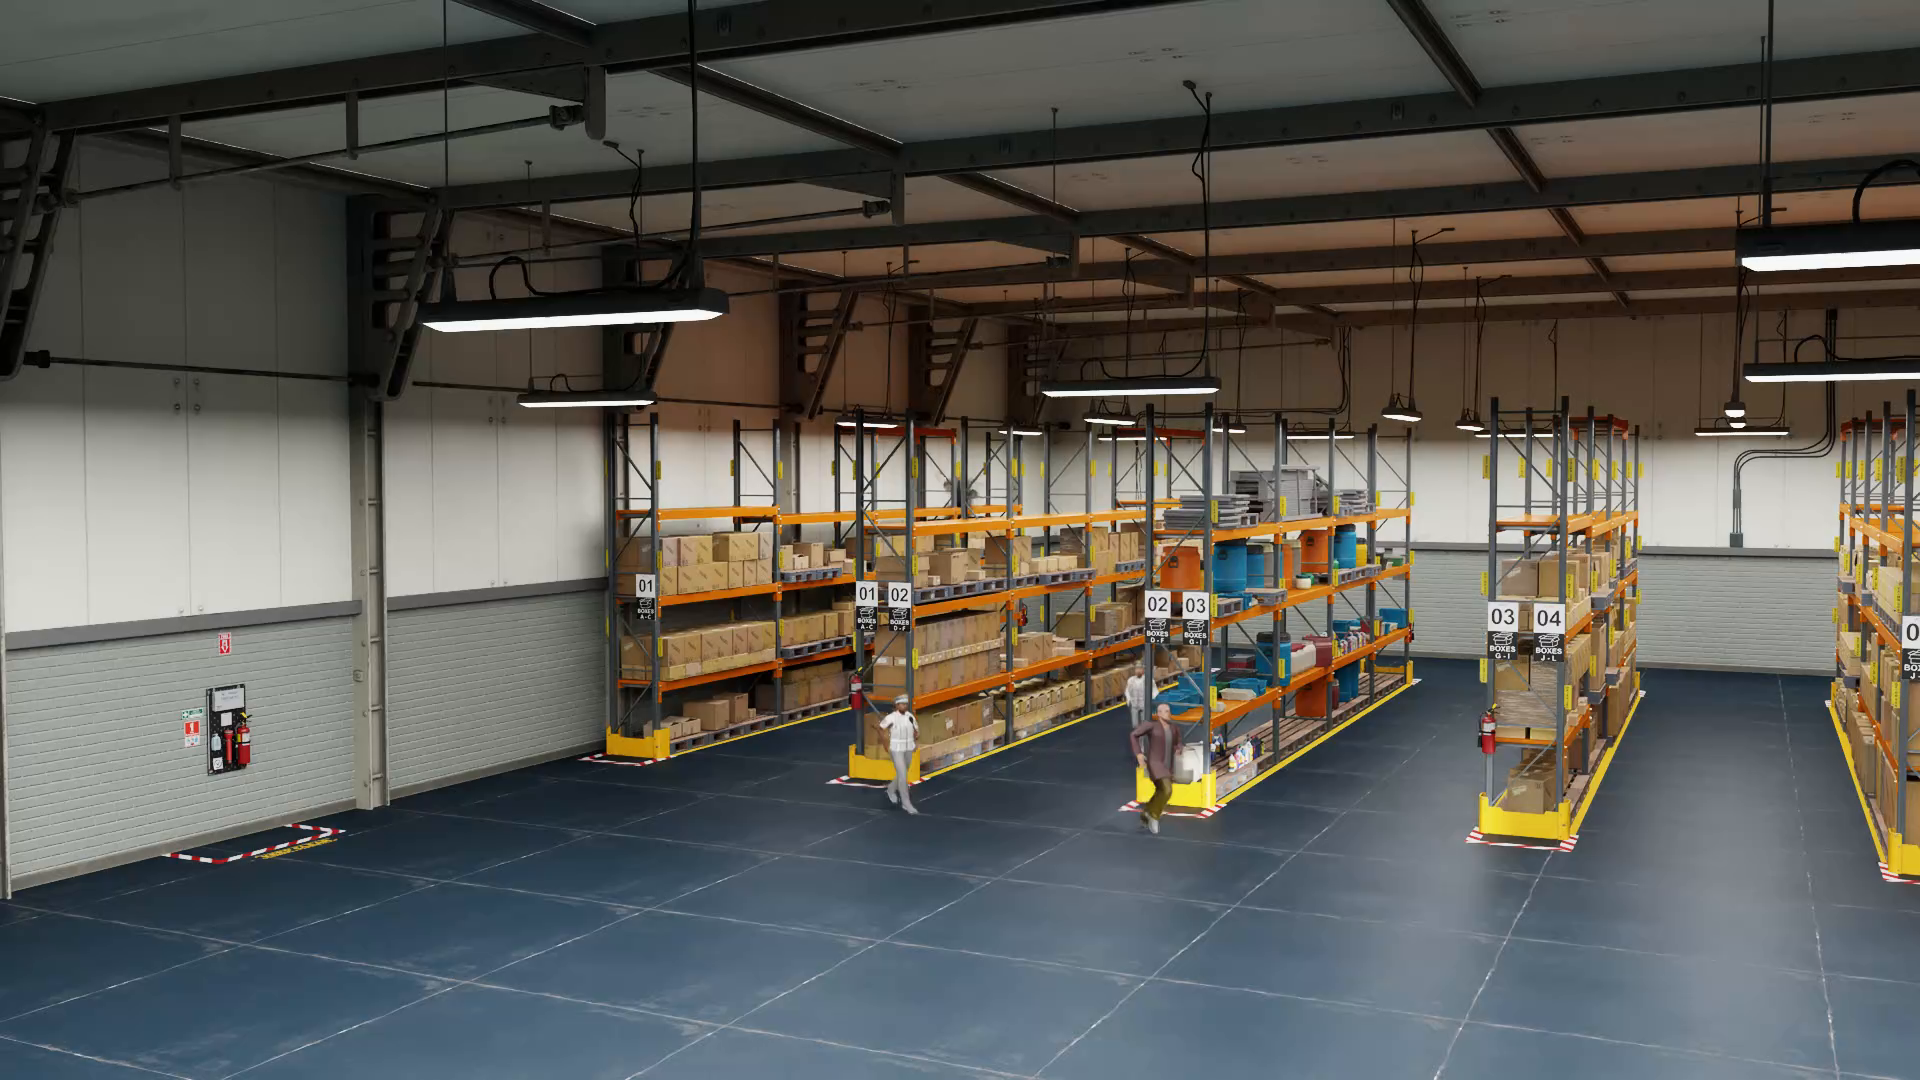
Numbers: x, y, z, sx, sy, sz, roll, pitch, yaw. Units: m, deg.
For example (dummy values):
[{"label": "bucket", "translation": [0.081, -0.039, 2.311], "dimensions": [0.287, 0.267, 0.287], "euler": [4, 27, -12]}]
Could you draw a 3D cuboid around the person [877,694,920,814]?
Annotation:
[{"label": "person", "translation": [-0.861, 3.104, 24.422], "dimensions": [0.577, 1.702, 0.901], "euler": [-2, 3, -36]}]

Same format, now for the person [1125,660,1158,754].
[{"label": "person", "translation": [3.170, 2.944, 29.276], "dimensions": [0.592, 1.646, 0.506], "euler": [1, 3, 19]}]

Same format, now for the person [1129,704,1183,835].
[{"label": "person", "translation": [2.785, 3.160, 23.065], "dimensions": [0.712, 1.761, 0.671], "euler": [-2, 3, -41]}]
